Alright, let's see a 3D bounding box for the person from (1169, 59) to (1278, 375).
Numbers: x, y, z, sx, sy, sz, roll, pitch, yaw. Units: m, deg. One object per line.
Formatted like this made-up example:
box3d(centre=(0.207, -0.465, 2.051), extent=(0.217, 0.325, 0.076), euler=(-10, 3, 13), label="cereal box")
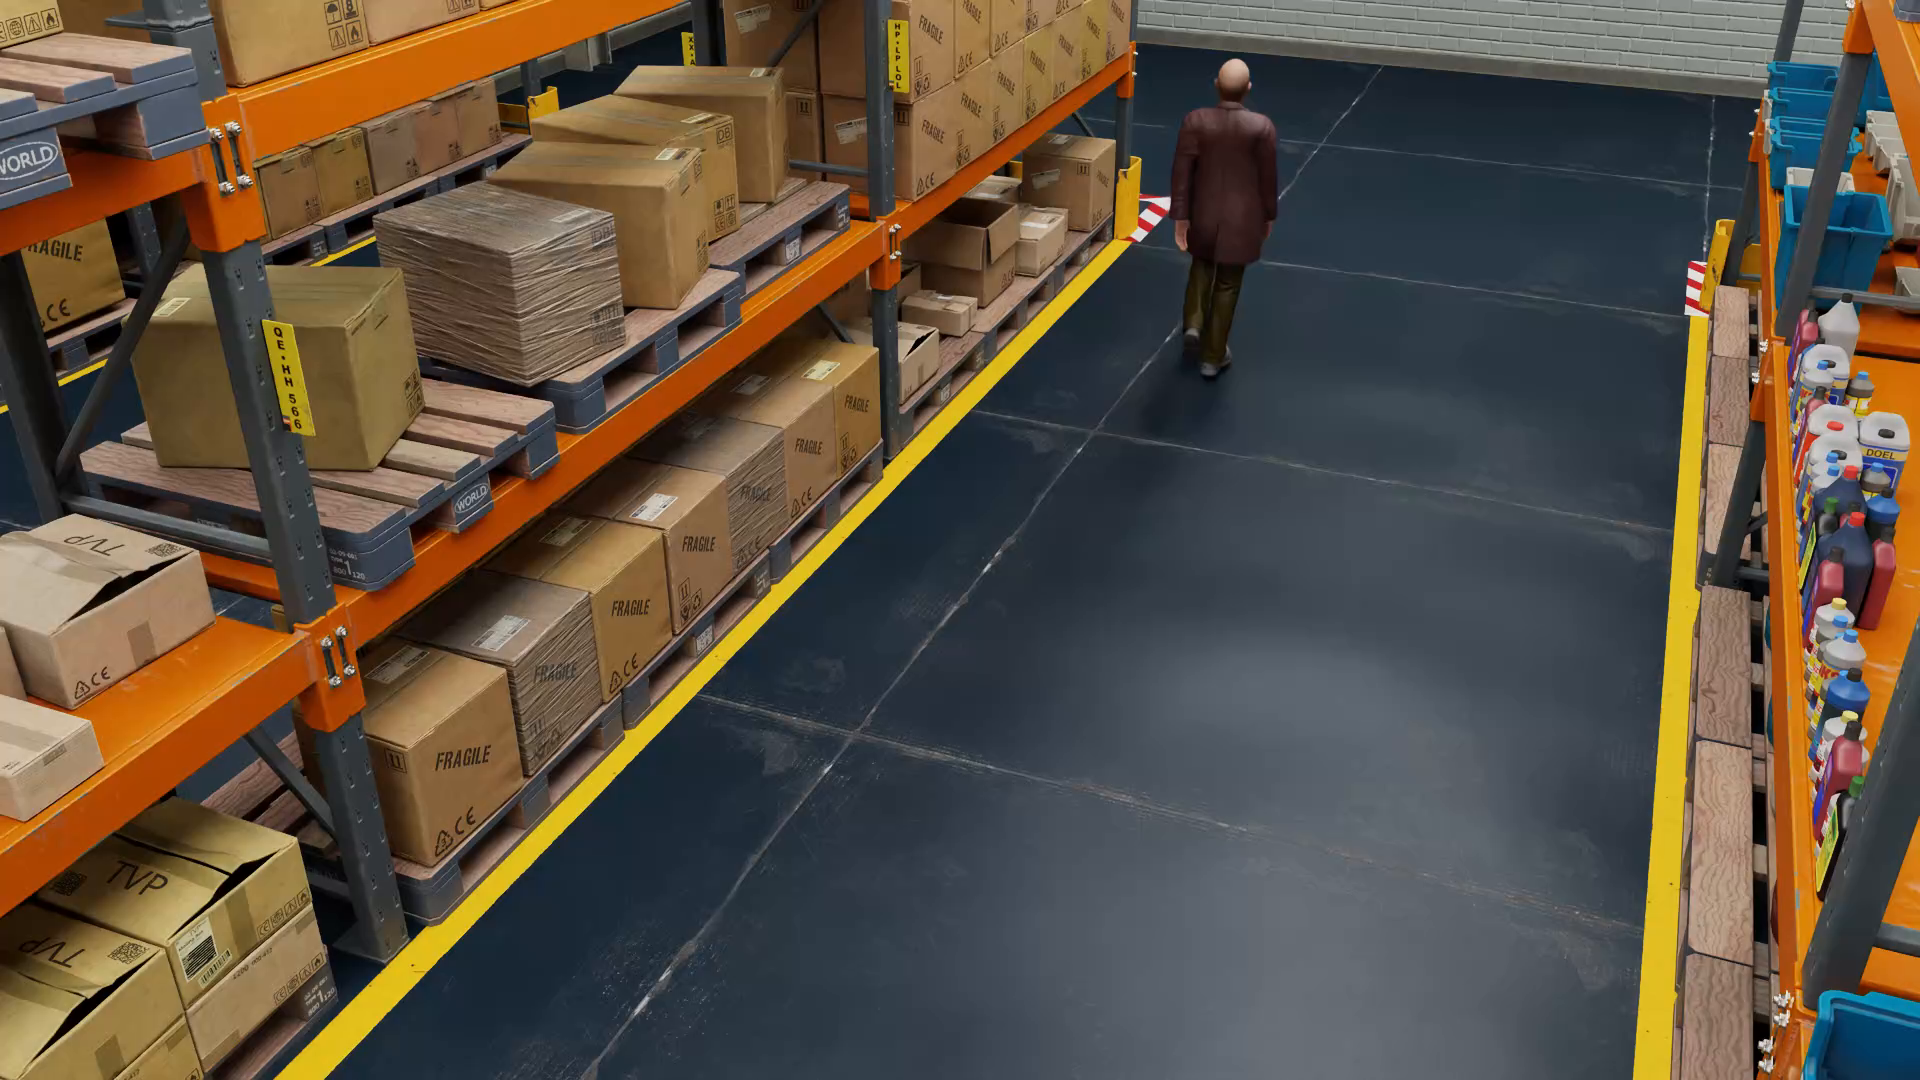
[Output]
box3d(centre=(1.489, -1.803, 9.353), extent=(0.564, 1.807, 0.504), euler=(12, 31, 20), label="person")
